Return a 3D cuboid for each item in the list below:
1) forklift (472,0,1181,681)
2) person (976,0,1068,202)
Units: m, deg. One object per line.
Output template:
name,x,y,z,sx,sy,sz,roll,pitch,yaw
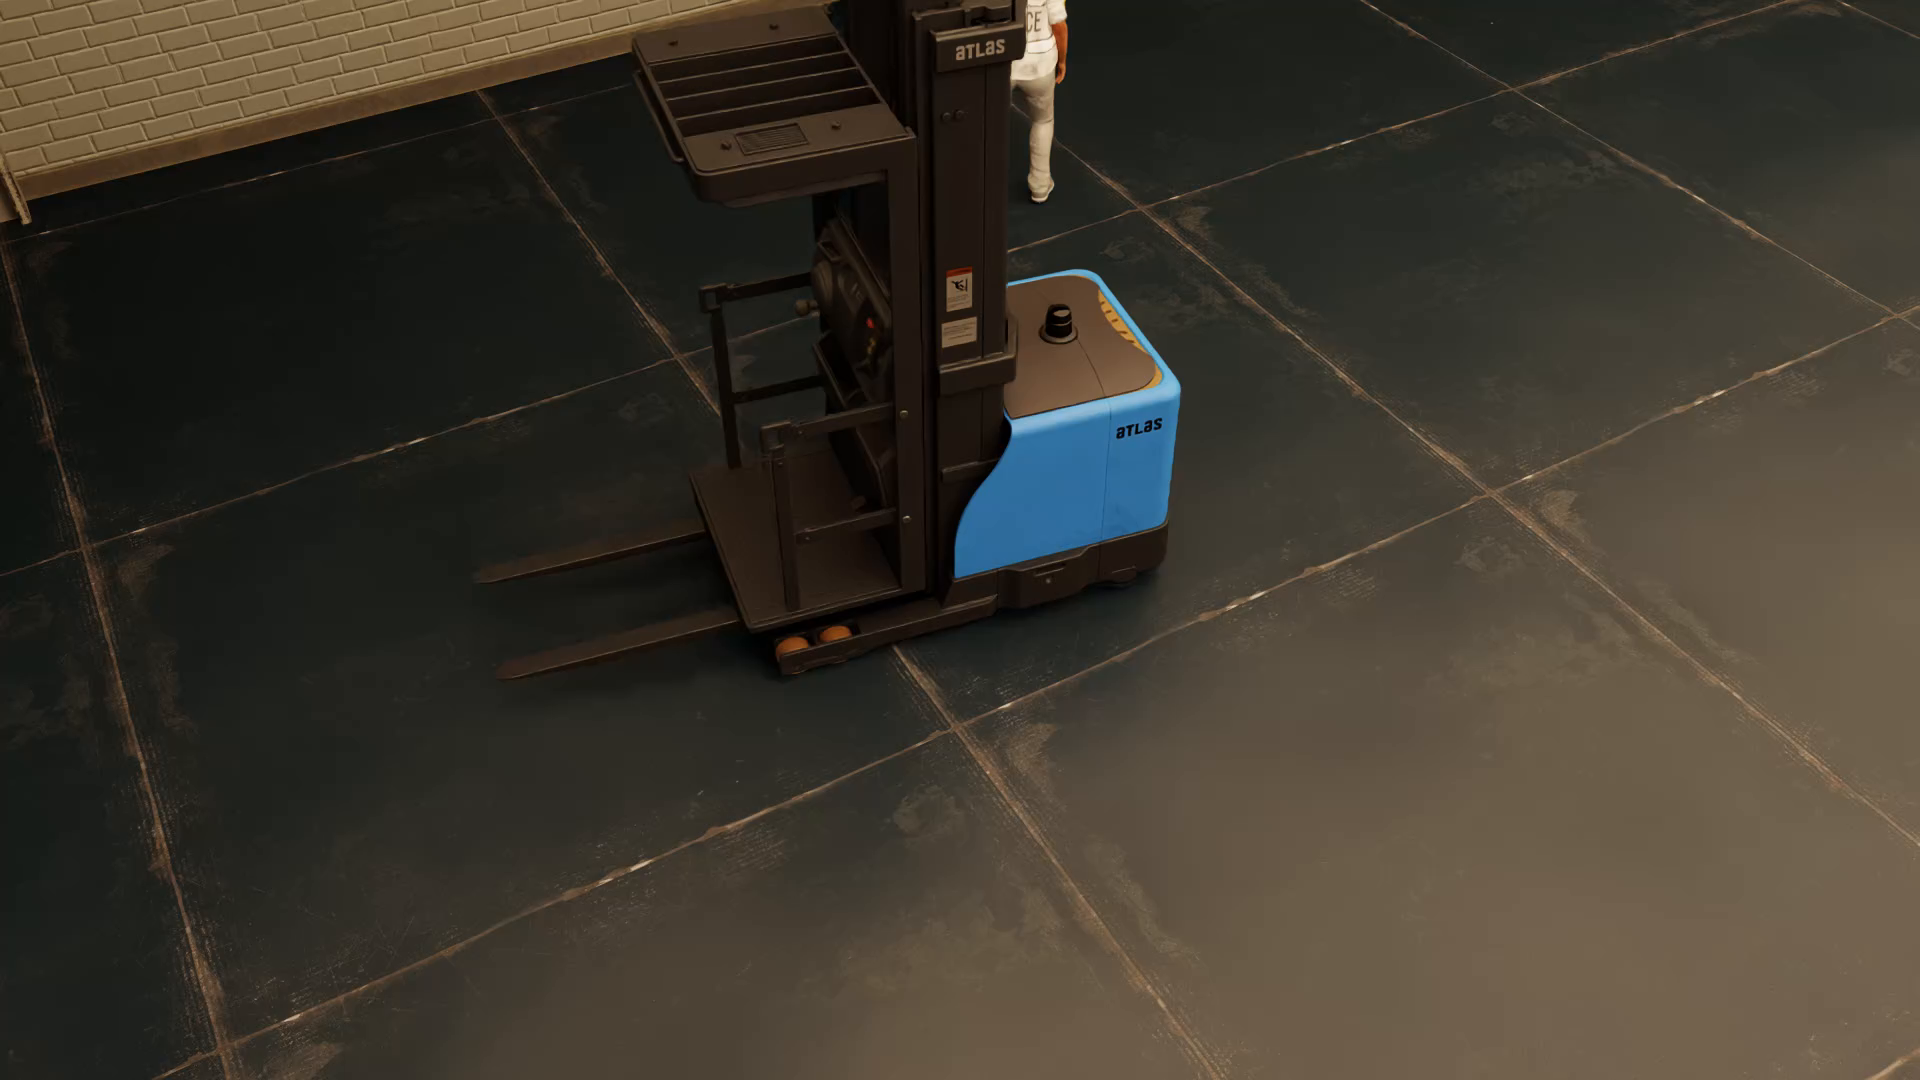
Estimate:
forklift,-0.625,-0.899,6.667,3.031,2.935,1.130,-14,45,-15
person,0.348,-2.754,9.619,0.543,1.679,0.457,5,43,6
